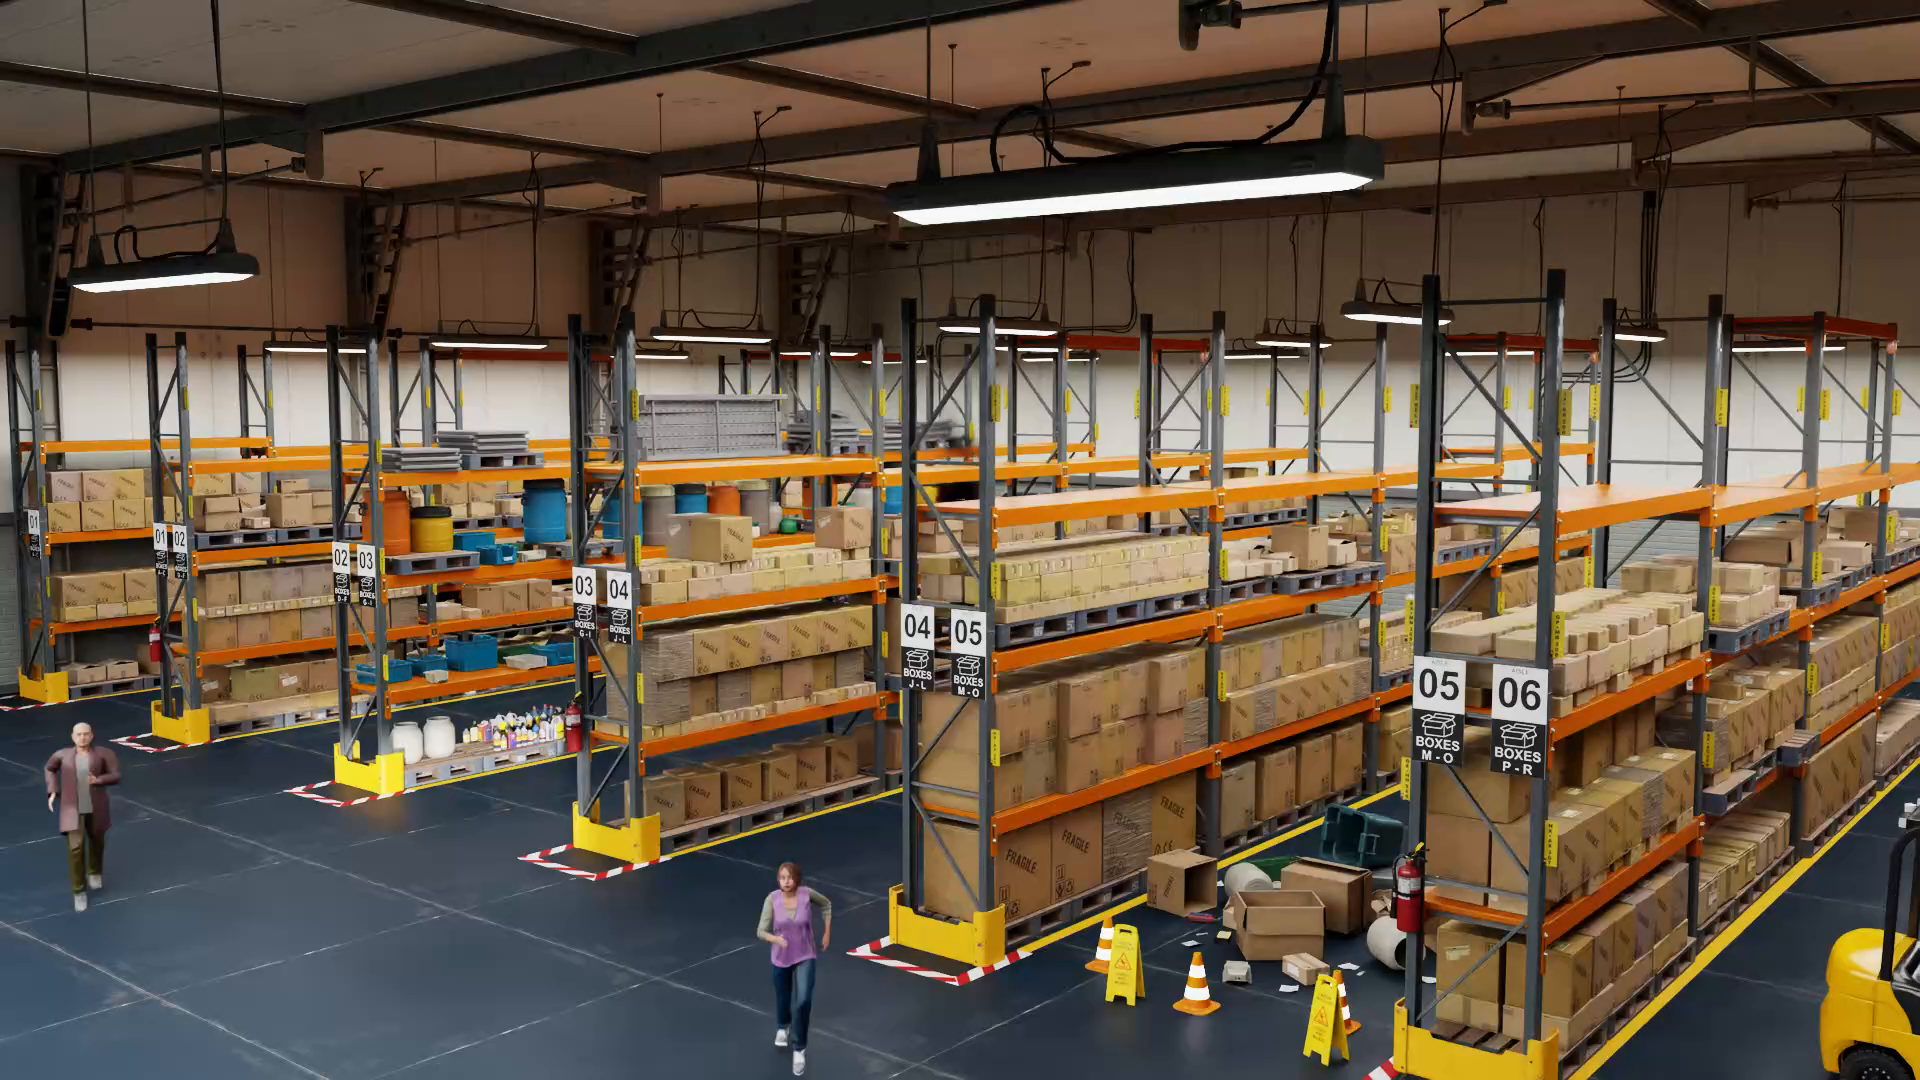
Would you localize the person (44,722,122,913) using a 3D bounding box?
[{"bbox_3d":[-8.855,2.751,16.833,0.681,1.826,0.940,-3,6,-31],"label":"person"}]

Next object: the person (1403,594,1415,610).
[{"bbox_3d":[7.473,1.764,27.514,0.686,1.759,0.907,5,7,43],"label":"person"}]

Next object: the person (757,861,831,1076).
[{"bbox_3d":[-1.263,3.228,12.704,0.550,1.614,0.822,0,5,-2],"label":"person"}]
